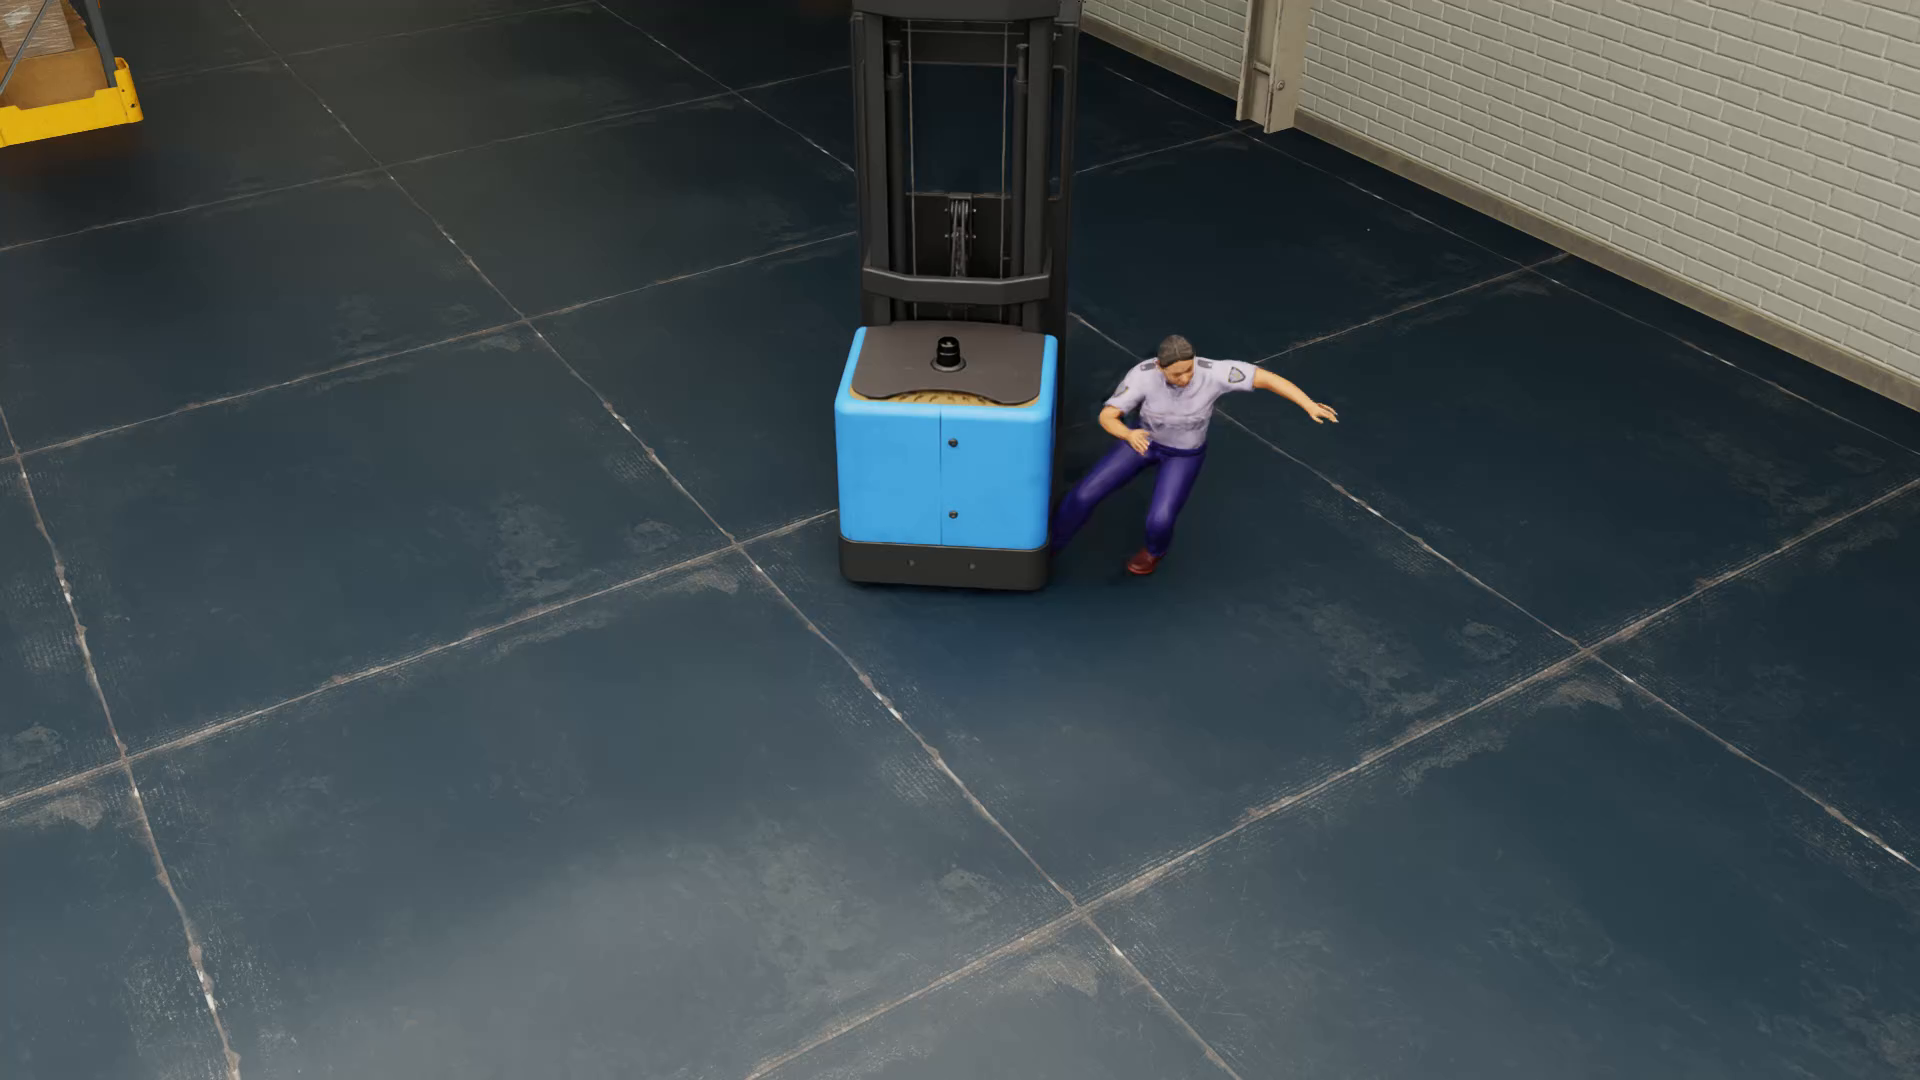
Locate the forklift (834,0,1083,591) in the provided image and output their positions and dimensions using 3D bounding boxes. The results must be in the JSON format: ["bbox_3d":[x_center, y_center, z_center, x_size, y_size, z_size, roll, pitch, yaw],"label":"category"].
[{"bbox_3d":[0.045,-1.779,8.679,1.130,2.935,3.031,3,35,4],"label":"forklift"}]

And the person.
[{"bbox_3d":[1.001,-0.367,8.038,1.526,1.377,0.760,6,36,9],"label":"person"}]
